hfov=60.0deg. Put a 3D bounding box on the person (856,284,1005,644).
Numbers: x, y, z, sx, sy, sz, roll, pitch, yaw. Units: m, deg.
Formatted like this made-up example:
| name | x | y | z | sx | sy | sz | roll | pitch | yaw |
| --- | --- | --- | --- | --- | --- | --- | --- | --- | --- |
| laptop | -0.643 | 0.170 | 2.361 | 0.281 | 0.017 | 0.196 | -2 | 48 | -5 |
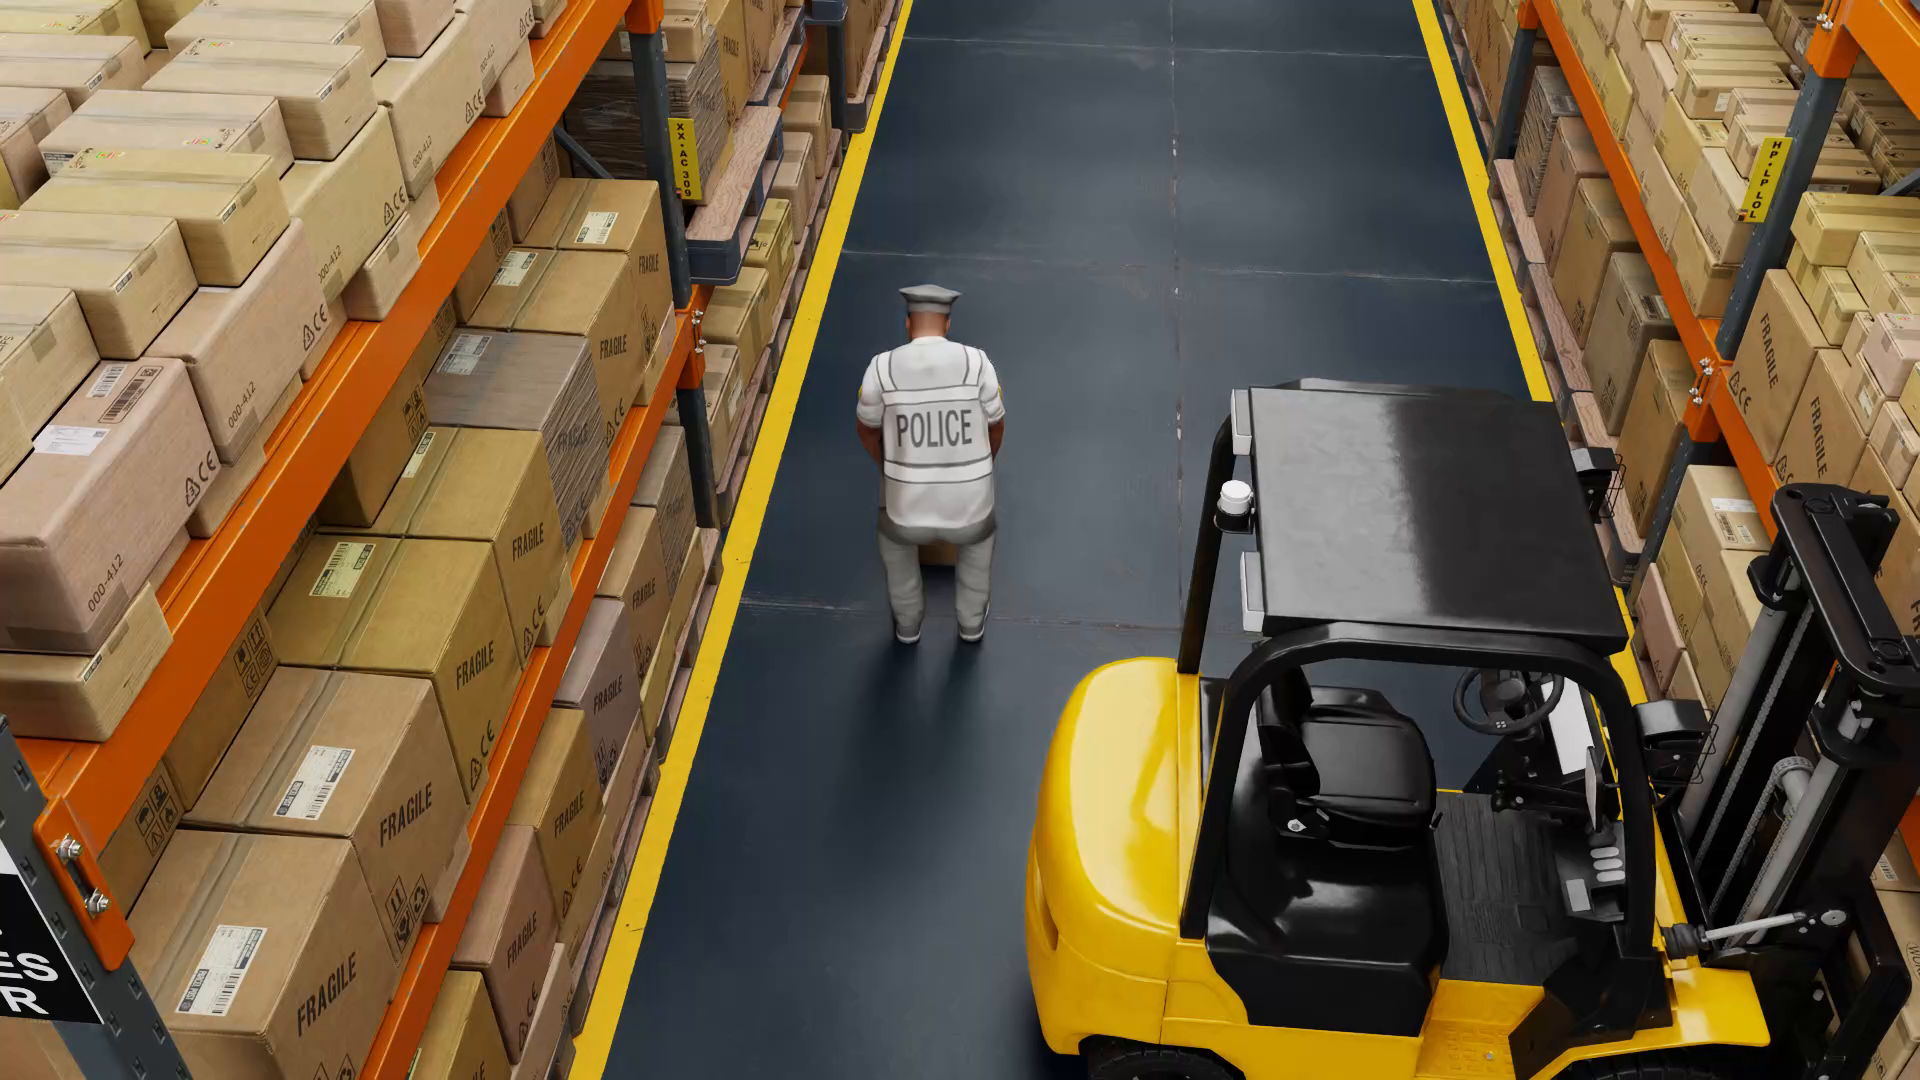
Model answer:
| name | x | y | z | sx | sy | sz | roll | pitch | yaw |
| --- | --- | --- | --- | --- | --- | --- | --- | --- | --- |
| person | -0.120 | -0.256 | 6.666 | 0.588 | 1.496 | 0.752 | 1 | 40 | 1 |
